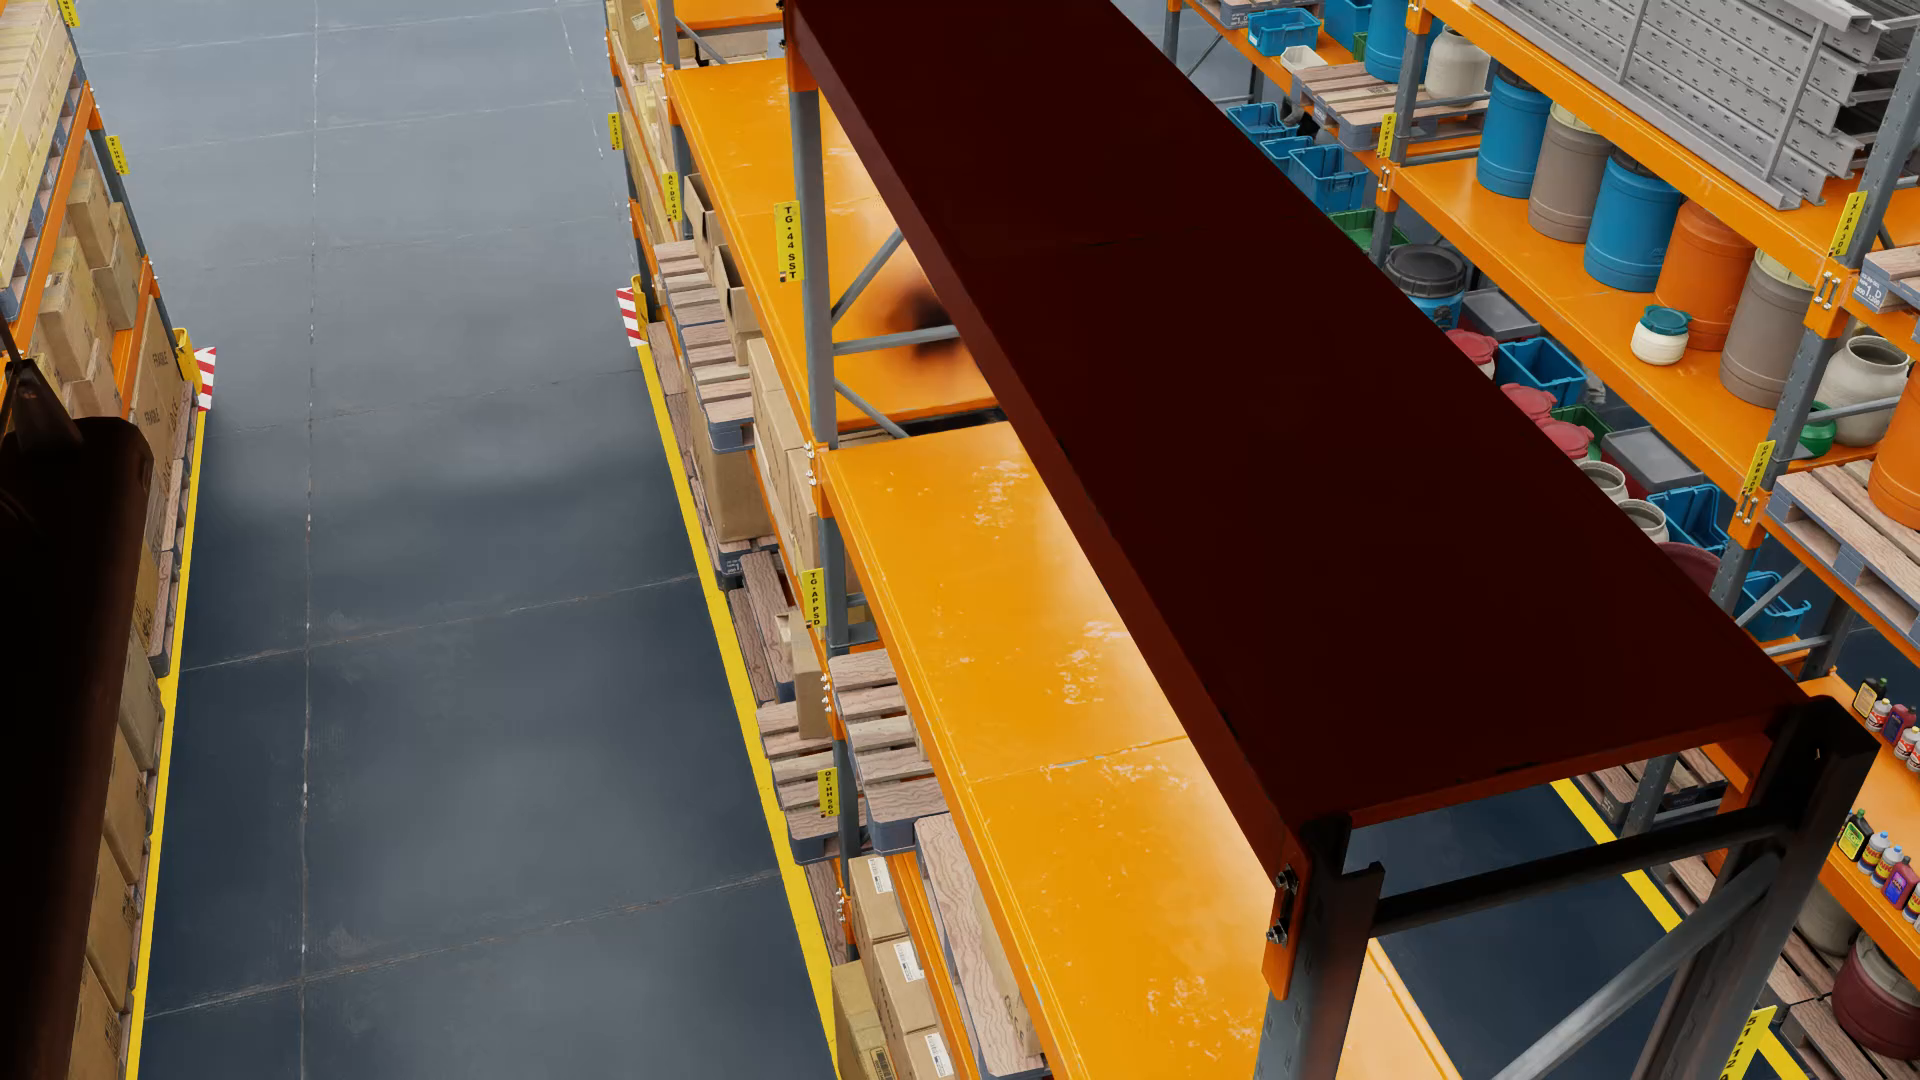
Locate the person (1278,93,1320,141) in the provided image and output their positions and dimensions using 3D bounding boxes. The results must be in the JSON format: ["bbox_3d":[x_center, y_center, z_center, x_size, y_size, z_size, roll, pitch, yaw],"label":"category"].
[{"bbox_3d":[3.326,-4.091,16.631,0.700,1.692,0.560,-30,47,-33],"label":"person"}]

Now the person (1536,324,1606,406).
[{"bbox_3d":[5.111,-1.915,13.816,0.665,1.808,0.945,-9,39,-11],"label":"person"}]
